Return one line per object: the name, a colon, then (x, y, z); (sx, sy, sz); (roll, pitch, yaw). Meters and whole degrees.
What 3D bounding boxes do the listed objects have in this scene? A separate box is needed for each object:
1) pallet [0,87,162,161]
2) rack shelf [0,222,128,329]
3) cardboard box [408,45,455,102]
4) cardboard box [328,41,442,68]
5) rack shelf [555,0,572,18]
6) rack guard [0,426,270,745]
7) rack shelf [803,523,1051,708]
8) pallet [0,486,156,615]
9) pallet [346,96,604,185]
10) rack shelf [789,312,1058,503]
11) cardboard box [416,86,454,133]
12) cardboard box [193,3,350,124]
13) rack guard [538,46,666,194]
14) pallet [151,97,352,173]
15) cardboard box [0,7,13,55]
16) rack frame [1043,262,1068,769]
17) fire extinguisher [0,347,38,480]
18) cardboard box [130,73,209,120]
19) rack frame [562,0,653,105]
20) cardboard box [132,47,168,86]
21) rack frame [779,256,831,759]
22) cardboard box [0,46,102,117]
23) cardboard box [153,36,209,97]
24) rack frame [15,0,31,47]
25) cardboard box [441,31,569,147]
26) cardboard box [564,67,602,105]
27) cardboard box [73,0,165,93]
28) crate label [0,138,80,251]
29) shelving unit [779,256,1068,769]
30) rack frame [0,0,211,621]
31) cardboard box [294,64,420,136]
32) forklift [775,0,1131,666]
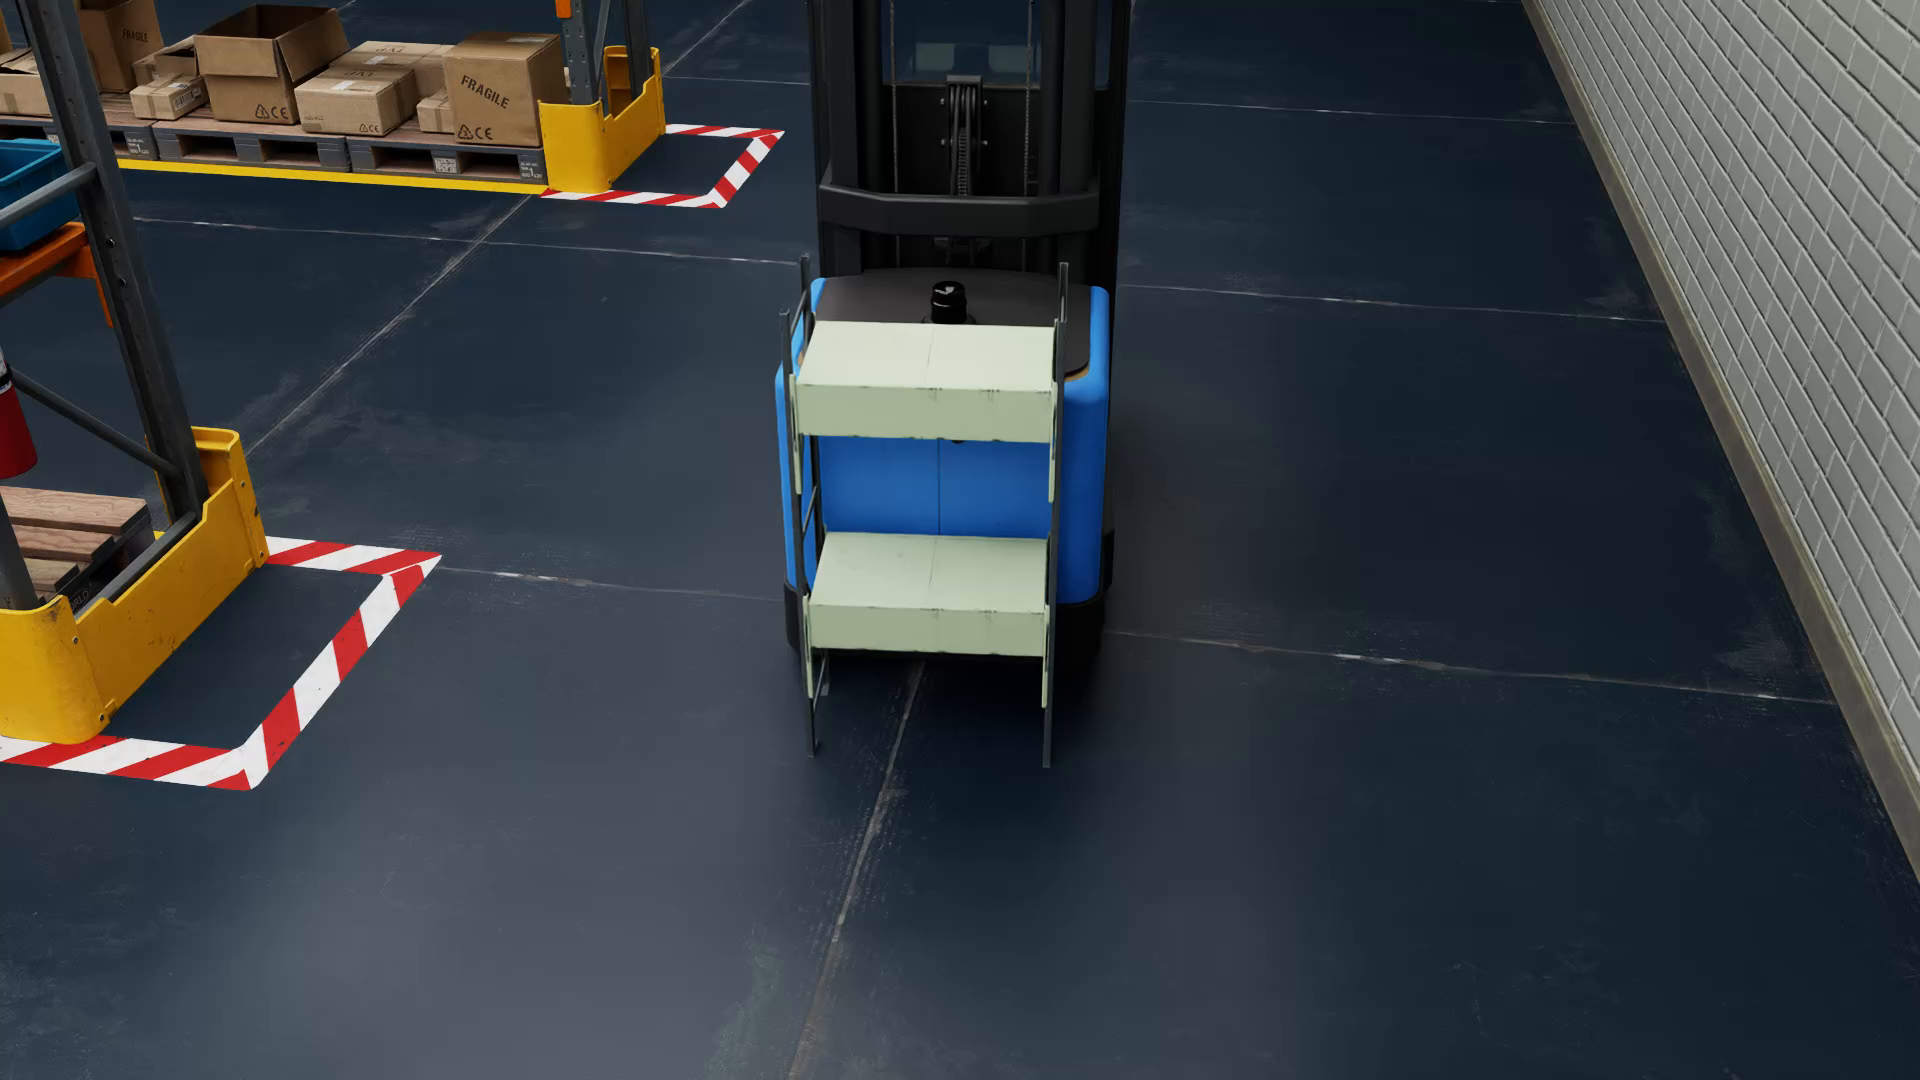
pallet: (-5.266, -2.643, 10.273); (1.213, 0.211, 1.003); (5, 32, 8)
rack shelf: (-4.808, -0.813, 5.400); (4.000, 0.370, 1.077); (5, 32, 8)
cardboard box: (-2.981, -2.792, 10.061); (0.500, 0.250, 0.500); (5, 32, 8)
cardboard box: (-3.474, -2.837, 10.132); (0.500, 0.250, 0.500); (5, 32, 8)
rack shelf: (-3.971, -3.403, 9.538); (4.000, 0.370, 1.077); (5, 32, 8)
rack guard: (-2.811, 0.116, 5.594); (0.348, 0.500, 1.175); (5, 32, 8)
rack shelf: (-0.086, 0.226, 5.089); (0.720, 0.370, 0.431); (2, 32, 3)
pallet: (-3.643, 0.149, 5.813); (1.213, 0.211, 1.003); (5, 32, 8)
pallet: (-2.861, -2.425, 9.925); (1.213, 0.211, 1.003); (5, 32, 8)
rack shelf: (-0.086, -0.381, 4.709); (0.720, 0.370, 0.431); (2, 32, 3)
cardboard box: (-2.961, -2.518, 9.702); (0.250, 0.166, 0.380); (5, 32, 8)
cardboard box: (-4.090, -2.850, 9.914); (0.637, 0.503, 0.797); (5, 32, 8)
rack guard: (-2.075, -2.477, 9.736); (0.348, 0.500, 1.175); (5, 32, 8)
pallet: (-4.060, -2.535, 10.101); (1.213, 0.211, 1.003); (5, 32, 8)
cardboard box: (-6.379, -3.184, 10.451); (0.500, 0.500, 0.500); (4, 32, 6)
rack frame: (0.279, -0.037, 4.896); (0.023, 1.500, 0.400); (2, 32, 3)
fire extinguisher: (-2.765, -0.497, 4.642); (0.183, 0.674, 0.296); (5, 32, 8)
cardboard box: (-4.711, -2.650, 9.912); (0.250, 0.166, 0.380); (5, 32, 8)
rack frame: (-2.000, -3.530, 9.062); (0.127, 3.000, 1.000); (5, 32, 8)
cardboard box: (-4.954, -2.960, 10.424); (0.250, 0.149, 0.380); (5, 32, 8)
rack frame: (-0.451, -0.063, 4.937); (0.023, 1.500, 0.400); (2, 32, 3)
cardboard box: (-5.565, -2.783, 9.988); (0.500, 0.311, 0.500); (5, 32, 8)
cardboard box: (-4.594, -2.964, 10.278); (0.500, 0.311, 0.500); (5, 32, 8)
rack frame: (-5.943, -3.887, 9.632); (0.127, 3.000, 1.000); (5, 32, 8)
cardboard box: (-2.577, -2.576, 9.480); (0.500, 0.500, 0.500); (5, 32, 8)
cardboard box: (-2.355, -2.725, 10.048); (0.250, 0.149, 0.380); (5, 32, 8)
cardboard box: (-5.333, -3.111, 10.335); (0.500, 0.500, 0.500); (5, 32, 8)
crate label: (-3.025, -1.088, 5.262); (0.303, 0.233, 0.416); (5, 32, 8)
shelving unit: (-0.086, -0.050, 4.916); (0.755, 1.500, 0.431); (2, 32, 3)
rack frame: (-2.837, -0.939, 4.924); (0.127, 3.000, 1.000); (5, 32, 8)
cardboard box: (-3.509, -2.571, 9.707); (0.500, 0.250, 0.500); (5, 32, 8)
forklift: (0.049, -1.585, 6.019); (1.130, 2.935, 3.031); (2, 32, 4)
